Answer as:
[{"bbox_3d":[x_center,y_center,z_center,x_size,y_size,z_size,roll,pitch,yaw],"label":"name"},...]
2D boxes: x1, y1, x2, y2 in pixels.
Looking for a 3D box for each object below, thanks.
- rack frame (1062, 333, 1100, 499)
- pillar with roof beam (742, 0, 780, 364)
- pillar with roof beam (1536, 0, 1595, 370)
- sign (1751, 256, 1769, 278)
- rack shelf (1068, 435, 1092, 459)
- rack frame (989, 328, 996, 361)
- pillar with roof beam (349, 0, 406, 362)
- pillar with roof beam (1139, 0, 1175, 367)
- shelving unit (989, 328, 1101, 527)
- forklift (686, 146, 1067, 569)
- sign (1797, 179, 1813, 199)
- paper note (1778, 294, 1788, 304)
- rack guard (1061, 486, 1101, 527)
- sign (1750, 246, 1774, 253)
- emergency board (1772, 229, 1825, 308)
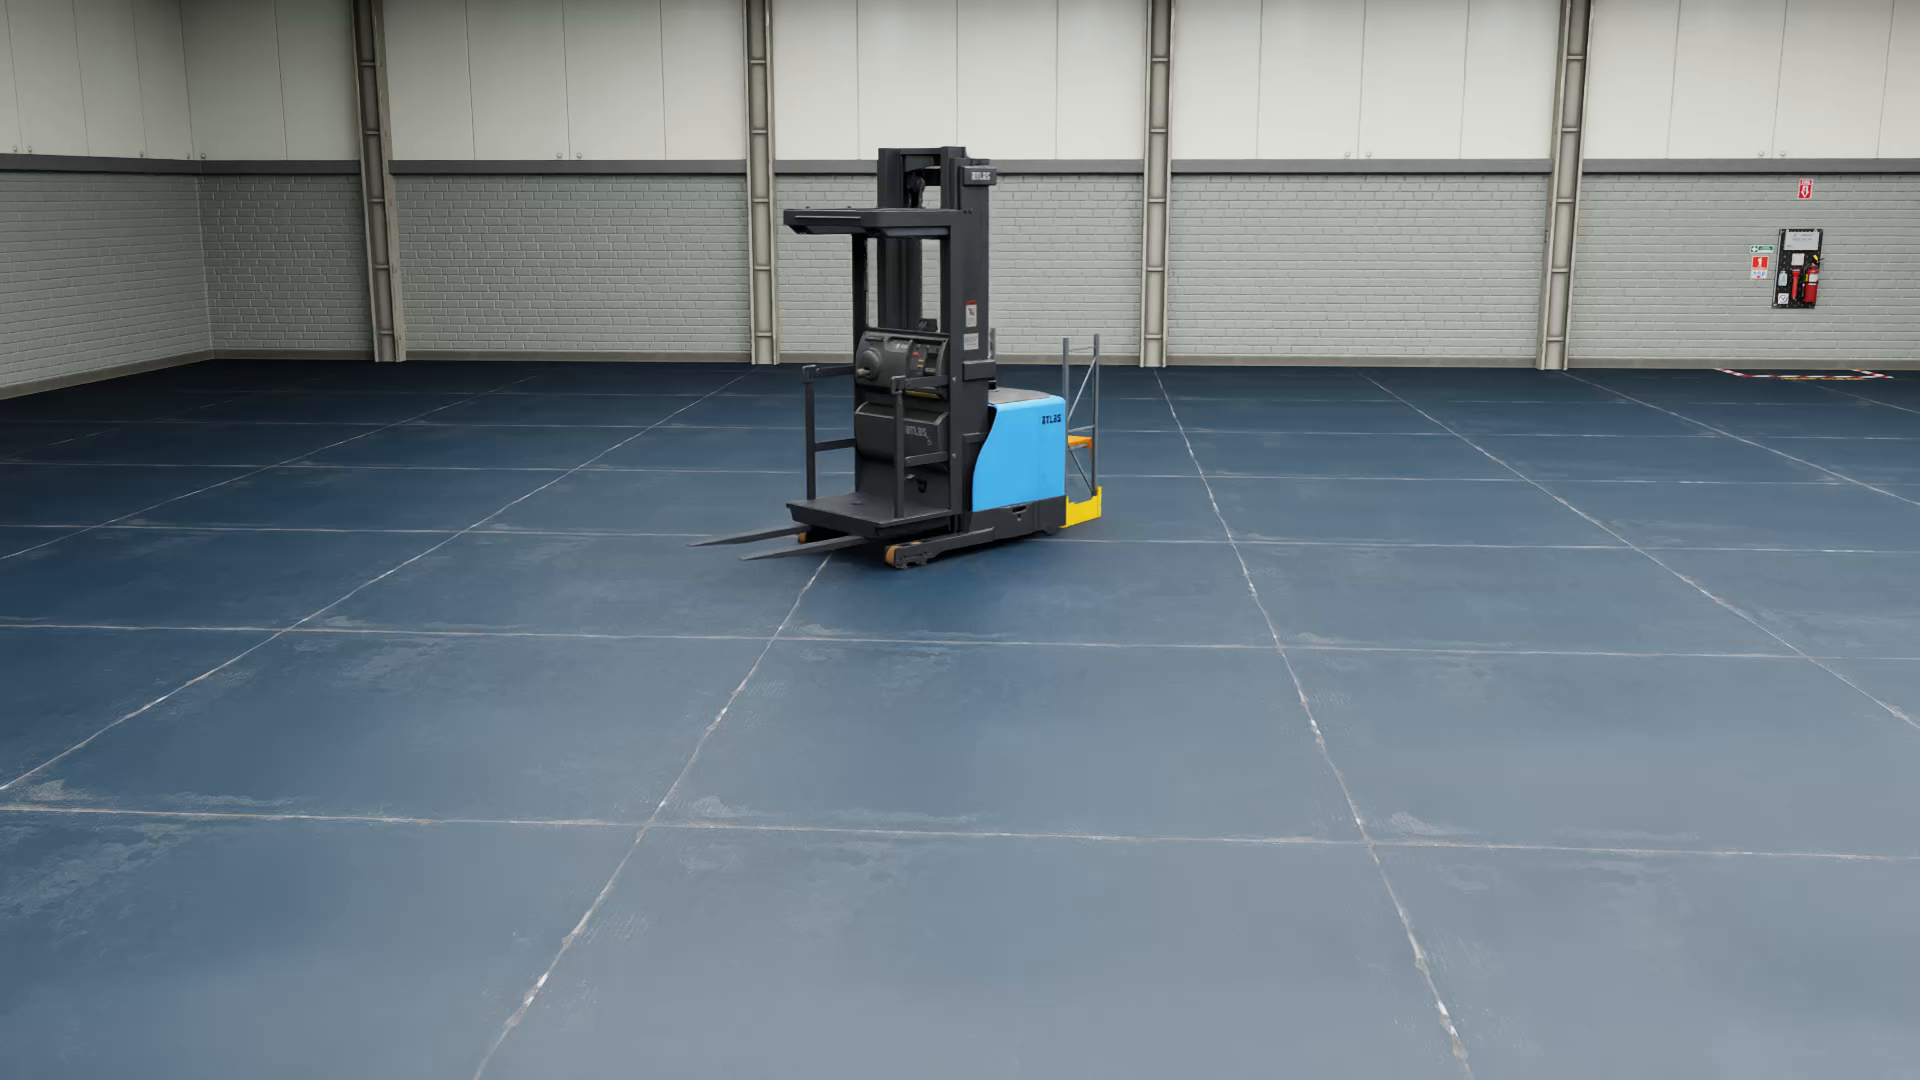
[{"bbox_3d":[0.964,-0.887,13.343,0.032,1.500,0.500,8,15,35],"label":"rack frame"},{"bbox_3d":[-3.317,-6.282,20.821,0.400,9.000,9.100,1,12,4],"label":"pillar with roof beam"},{"bbox_3d":[8.656,-6.118,20.036,0.400,9.000,9.100,1,12,4],"label":"pillar with roof beam"},{"bbox_3d":[11.923,-4.066,24.794,0.234,0.329,0.001,1,12,4],"label":"sign"},{"bbox_3d":[0.553,-0.772,13.673,1.000,0.185,0.538,8,15,35],"label":"rack shelf"},{"bbox_3d":[0.143,-1.009,13.930,0.032,1.500,0.500,8,15,35],"label":"rack frame"},{"bbox_3d":[-9.303,-6.364,21.213,0.400,9.000,9.100,1,12,4],"label":"pillar with roof beam"},{"bbox_3d":[2.670,-6.200,20.428,0.400,9.000,9.100,1,12,4],"label":"pillar with roof beam"},{"bbox_3d":[0.561,-0.947,13.631,1.083,1.500,0.587,8,15,35],"label":"shelving unit"},{"bbox_3d":[-0.581,-1.350,12.065,3.031,2.935,1.130,-11,16,-43],"label":"forklift"},{"bbox_3d":[12.466,-5.175,24.521,0.199,0.298,0.001,1,12,4],"label":"sign"},{"bbox_3d":[12.295,-3.606,24.830,0.142,0.148,0.016,1,12,4],"label":"paper note"},{"bbox_3d":[0.963,-0.275,13.472,0.087,0.250,0.587,8,15,35],"label":"rack guard"},{"bbox_3d":[11.927,-4.324,24.731,0.331,0.109,0.001,1,12,4],"label":"sign"},{"bbox_3d":[12.467,-4.020,24.661,0.643,1.169,0.194,1,12,4],"label":"emergency board"}]
